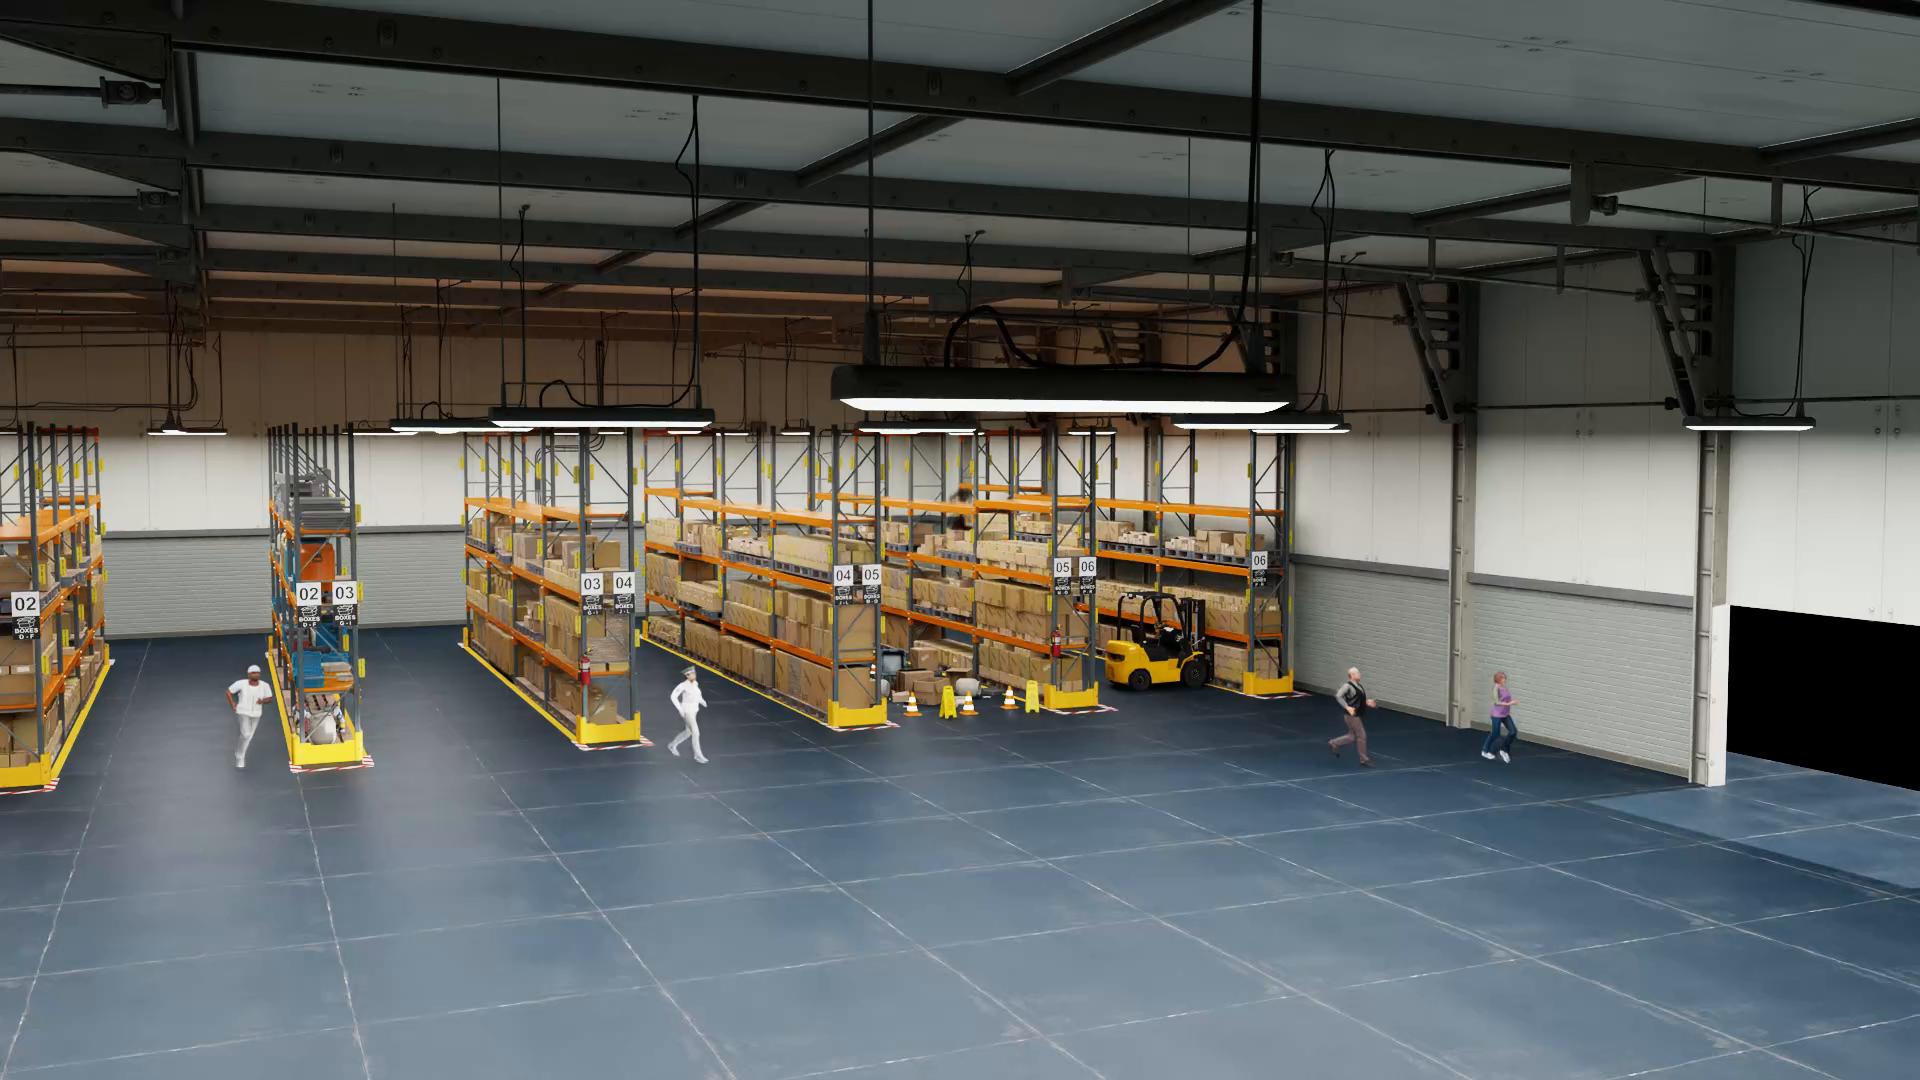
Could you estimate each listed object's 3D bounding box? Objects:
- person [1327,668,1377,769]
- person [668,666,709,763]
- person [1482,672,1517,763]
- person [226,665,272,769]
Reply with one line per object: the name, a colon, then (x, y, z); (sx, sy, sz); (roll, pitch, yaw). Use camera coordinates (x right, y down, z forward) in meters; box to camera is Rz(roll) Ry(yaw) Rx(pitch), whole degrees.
person: (6.859, 3.093, 29.073); (0.928, 1.725, 0.663); (2, 4, 31)
person: (-4.831, 3.076, 29.516); (0.875, 1.709, 0.621); (1, 4, 21)
person: (9.550, 3.129, 29.357); (0.507, 1.621, 0.682); (-3, 4, -38)
person: (-12.443, 3.090, 29.161); (0.680, 1.815, 0.673); (-3, 5, -45)
